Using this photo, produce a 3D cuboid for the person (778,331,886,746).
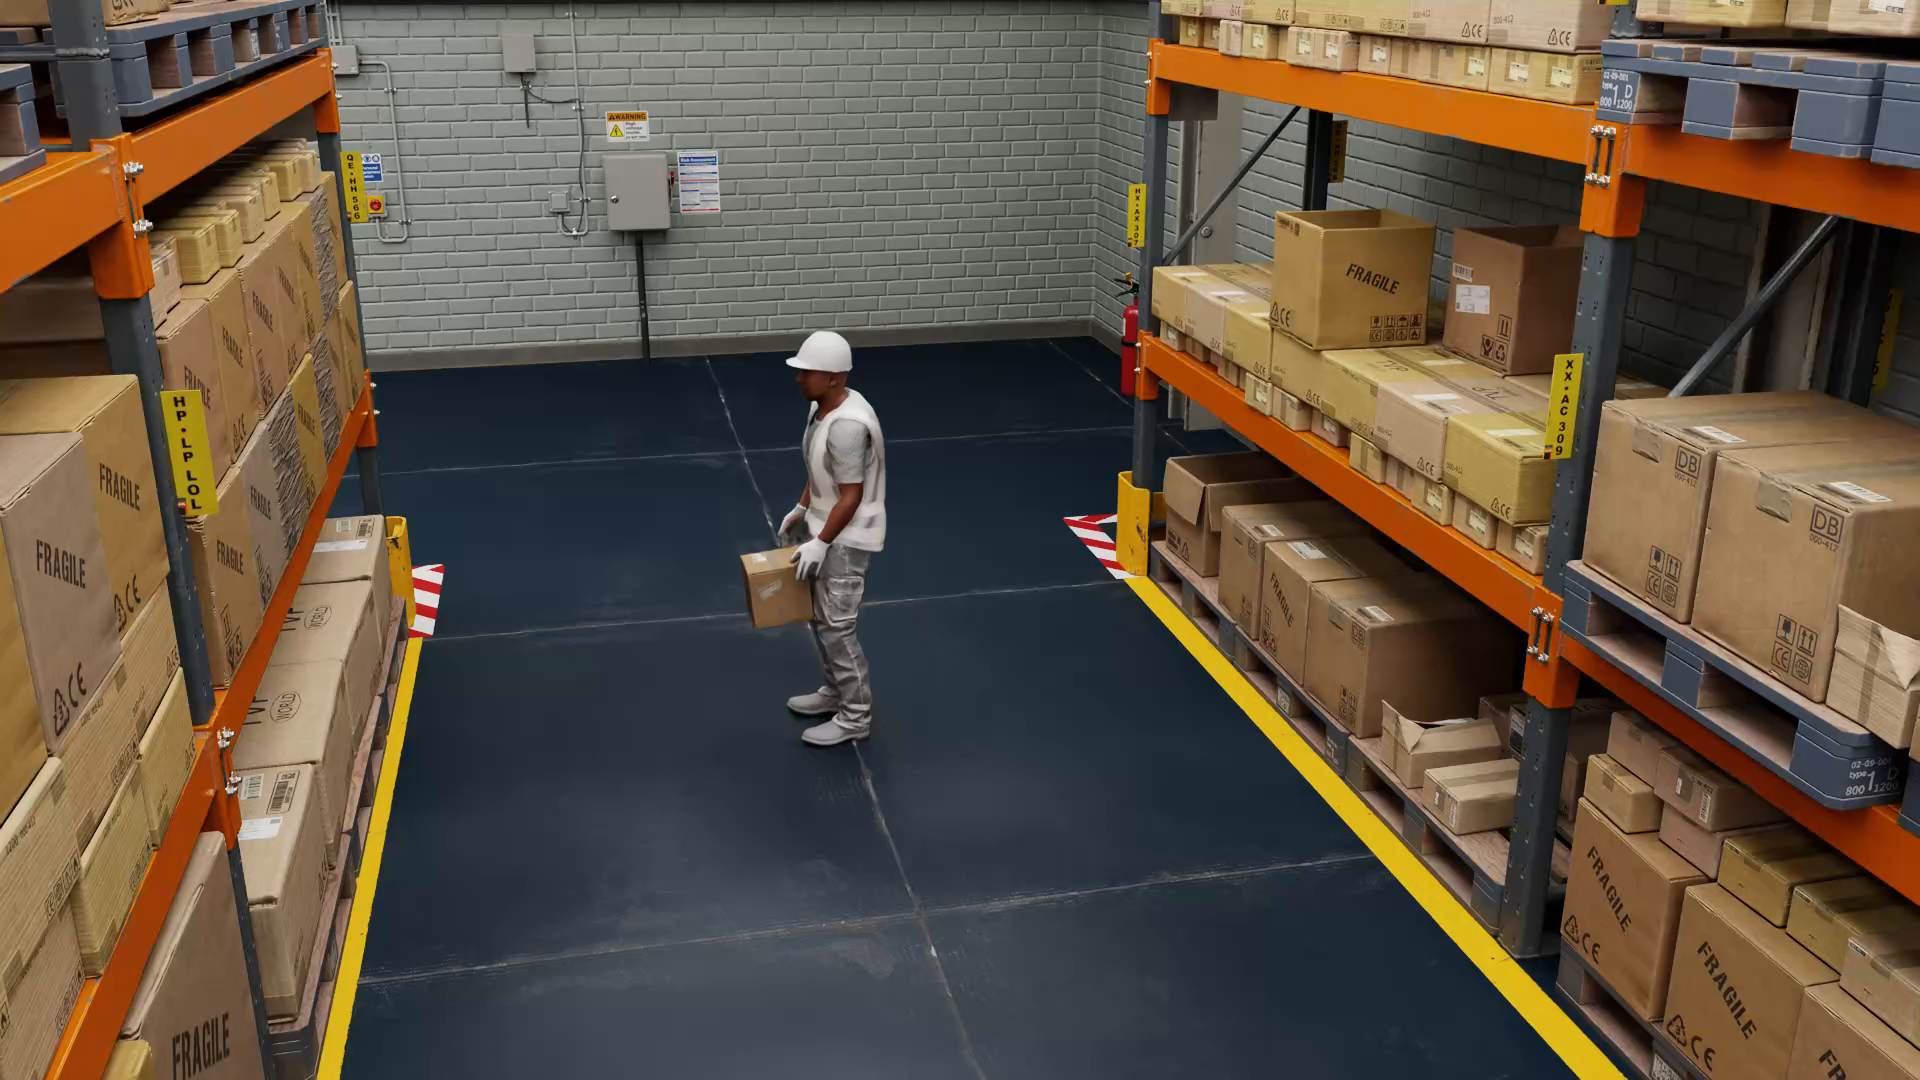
[{"bbox_3d":[-0.538,-0.010,7.067,0.430,1.784,0.565,-5,20,-14],"label":"person"}]
